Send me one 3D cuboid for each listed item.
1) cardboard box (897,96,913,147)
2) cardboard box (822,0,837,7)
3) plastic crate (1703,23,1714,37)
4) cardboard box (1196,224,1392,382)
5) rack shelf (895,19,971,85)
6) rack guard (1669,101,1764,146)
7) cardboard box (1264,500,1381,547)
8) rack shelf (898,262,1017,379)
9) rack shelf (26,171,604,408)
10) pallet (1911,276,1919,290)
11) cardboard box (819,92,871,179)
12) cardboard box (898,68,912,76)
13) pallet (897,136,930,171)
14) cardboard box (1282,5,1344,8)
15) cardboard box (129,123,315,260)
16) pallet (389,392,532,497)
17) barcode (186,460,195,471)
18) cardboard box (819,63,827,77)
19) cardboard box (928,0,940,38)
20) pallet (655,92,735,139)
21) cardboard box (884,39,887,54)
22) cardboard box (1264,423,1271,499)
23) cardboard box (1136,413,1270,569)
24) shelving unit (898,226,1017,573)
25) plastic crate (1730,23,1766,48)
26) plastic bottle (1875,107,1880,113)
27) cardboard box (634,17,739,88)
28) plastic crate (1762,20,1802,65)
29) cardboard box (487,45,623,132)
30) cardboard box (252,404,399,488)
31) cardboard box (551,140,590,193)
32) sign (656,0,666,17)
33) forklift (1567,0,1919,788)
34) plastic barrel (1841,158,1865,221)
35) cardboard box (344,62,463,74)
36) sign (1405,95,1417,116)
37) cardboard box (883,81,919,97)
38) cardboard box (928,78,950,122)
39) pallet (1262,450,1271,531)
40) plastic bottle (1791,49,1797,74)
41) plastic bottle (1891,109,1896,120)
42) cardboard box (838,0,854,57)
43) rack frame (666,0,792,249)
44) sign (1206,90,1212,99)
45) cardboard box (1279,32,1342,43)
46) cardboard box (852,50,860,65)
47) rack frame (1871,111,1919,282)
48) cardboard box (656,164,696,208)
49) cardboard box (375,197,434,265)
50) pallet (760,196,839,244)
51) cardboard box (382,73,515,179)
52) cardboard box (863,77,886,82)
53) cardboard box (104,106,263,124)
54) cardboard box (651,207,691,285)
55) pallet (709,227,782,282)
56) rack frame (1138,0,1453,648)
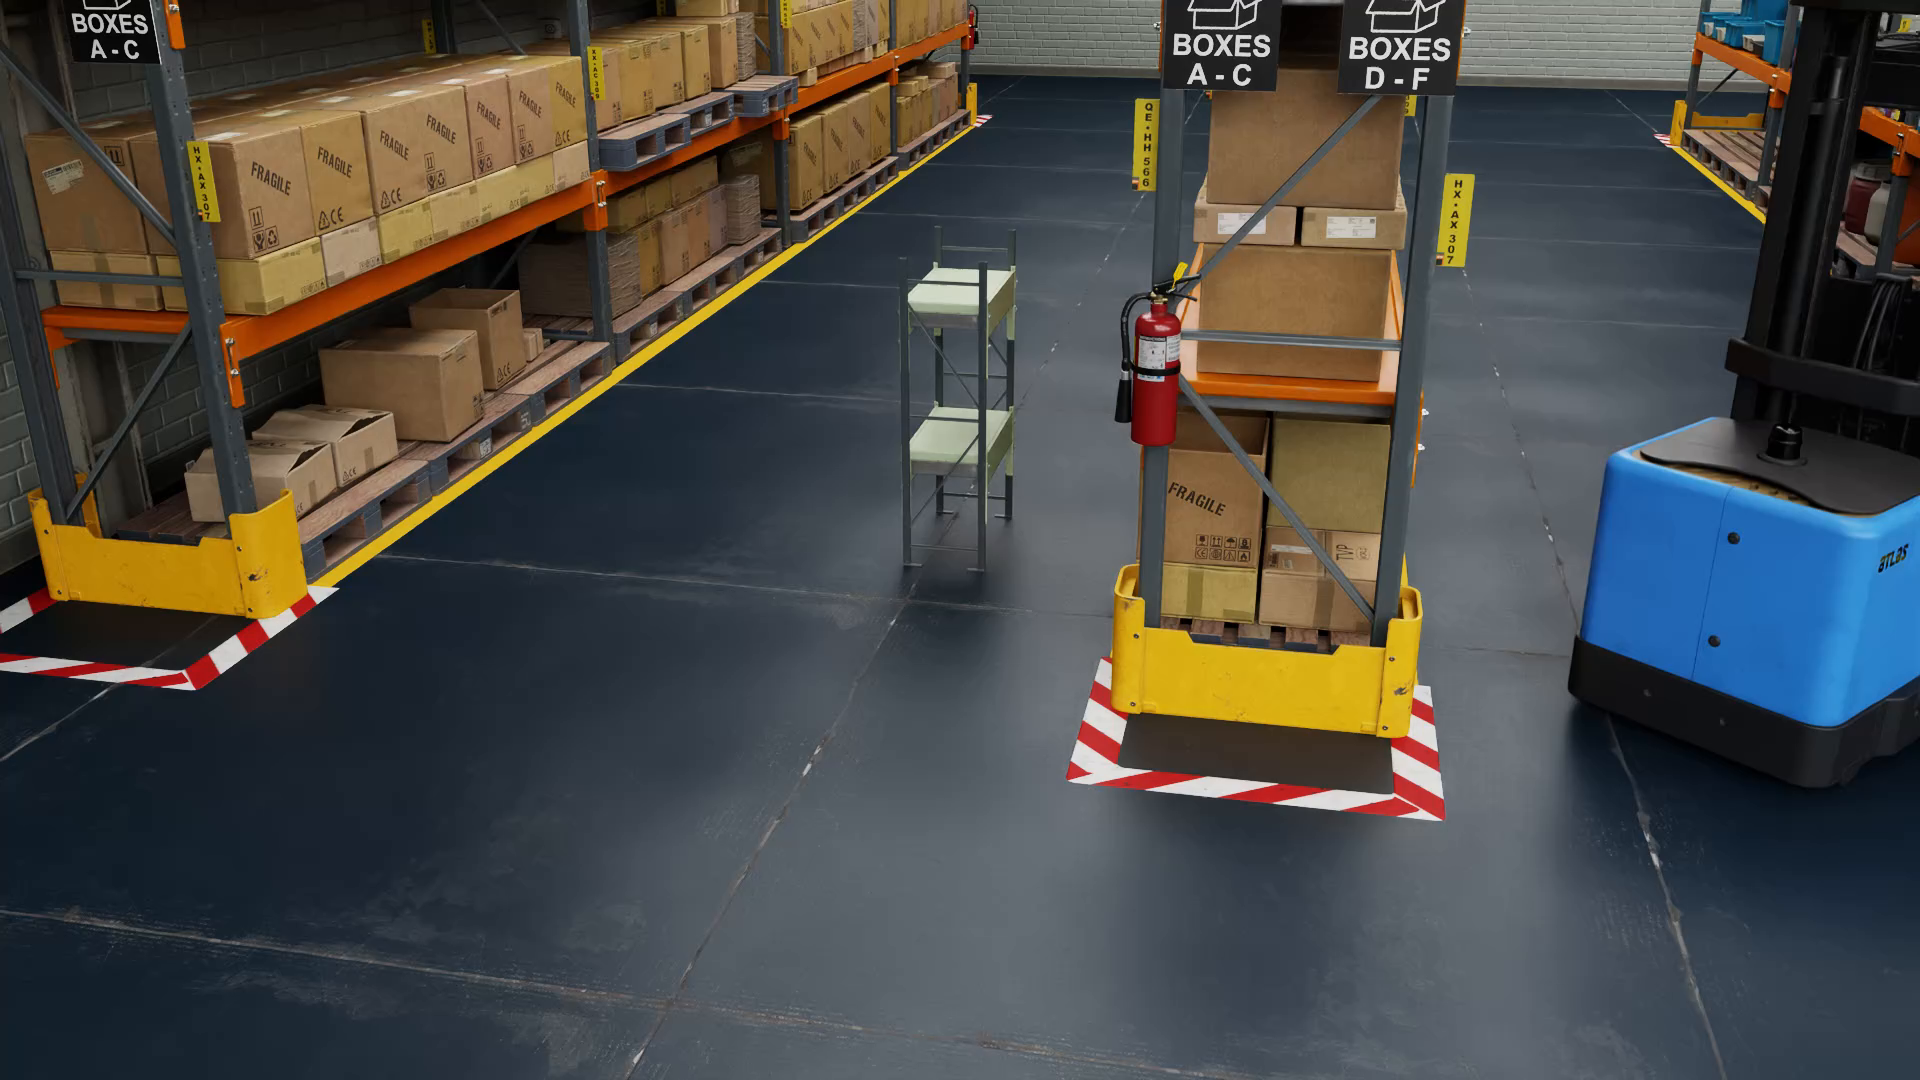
[{"bbox_3d":[-0.941,-4.801,19.043,0.700,0.500,0.500,5,22,12],"label":"cardboard box"},{"bbox_3d":[-1.458,-5.105,15.451,0.500,0.250,0.500,5,22,11],"label":"cardboard box"},{"bbox_3d":[8.801,-5.937,19.353,0.250,0.136,0.298,4,22,11],"label":"plastic crate"},{"bbox_3d":[1.315,-0.951,6.567,0.700,0.500,0.500,4,22,11],"label":"cardboard box"},{"bbox_3d":[-0.786,-5.898,19.946,1.077,0.370,4.000,4,22,11],"label":"rack shelf"},{"bbox_3d":[9.313,-5.058,20.243,1.175,0.500,0.348,4,22,11],"label":"rack guard"},{"bbox_3d":[1.633,-0.017,7.499,0.500,0.250,0.500,4,22,11],"label":"cardboard box"},{"bbox_3d":[-0.001,-1.055,7.922,0.431,0.370,0.720,4,22,11],"label":"rack shelf"},{"bbox_3d":[-3.235,-1.509,9.049,1.077,0.370,4.000,4,22,11],"label":"rack shelf"},{"bbox_3d":[7.492,-1.708,12.312,1.003,0.211,1.213,4,22,11],"label":"pallet"},{"bbox_3d":[-1.378,-4.125,16.896,0.750,0.750,0.750,5,23,13],"label":"cardboard box"},{"bbox_3d":[-0.798,-5.727,20.473,0.380,0.149,0.250,5,22,12],"label":"cardboard box"},{"bbox_3d":[-0.962,-4.479,19.192,1.003,0.211,1.213,4,22,11],"label":"pallet"},{"bbox_3d":[1.939,-2.683,9.131,0.700,0.500,0.500,5,22,11],"label":"cardboard box"},{"bbox_3d":[-3.251,-1.551,7.359,0.500,0.500,0.500,4,22,11],"label":"cardboard box"},{"bbox_3d":[-3.176,-0.585,9.524,1.003,0.211,1.213,4,22,11],"label":"pallet"},{"bbox_3d":[-3.801,-0.356,8.220,0.001,0.075,0.075,4,22,11],"label":"barcode"},{"bbox_3d":[-1.481,-4.505,15.835,0.380,0.149,0.250,5,22,12],"label":"cardboard box"},{"bbox_3d":[-0.774,-6.370,19.753,0.980,0.700,0.700,3,22,8],"label":"cardboard box"},{"bbox_3d":[-2.374,-3.221,12.593,1.003,0.211,1.213,4,22,11],"label":"pallet"},{"bbox_3d":[-0.986,-5.248,17.678,0.380,0.149,0.250,5,22,11],"label":"cardboard box"},{"bbox_3d":[1.322,-0.423,8.506,0.500,0.250,0.500,4,22,11],"label":"cardboard box"},{"bbox_3d":[1.026,-0.221,7.002,0.500,0.500,0.500,4,22,11],"label":"cardboard box"},{"bbox_3d":[-0.001,-0.693,8.067,0.431,1.500,0.755,4,22,11],"label":"shelving unit"},{"bbox_3d":[8.618,-5.501,18.142,0.416,0.233,0.300,4,22,11],"label":"plastic crate"},{"bbox_3d":[7.481,-3.599,13.447,0.097,0.271,0.097,0,22,0],"label":"plastic bottle"},{"bbox_3d":[-2.184,-3.909,13.321,0.700,0.500,0.500,2,22,6],"label":"cardboard box"},{"bbox_3d":[8.266,-4.962,16.600,0.392,0.384,0.575,4,22,11],"label":"plastic crate"},{"bbox_3d":[-2.689,-3.008,11.085,0.700,0.500,0.500,5,22,11],"label":"cardboard box"},{"bbox_3d":[-3.297,-0.523,8.647,0.500,0.311,0.500,6,23,15],"label":"cardboard box"},{"bbox_3d":[-2.627,-2.318,10.267,0.500,0.250,0.500,5,22,11],"label":"cardboard box"},{"bbox_3d":[-2.554,-4.615,14.249,0.100,0.325,0.005,4,22,11],"label":"sign"},{"bbox_3d":[3.903,-0.894,6.650,3.031,2.935,1.130,-17,27,-36],"label":"forklift"},{"bbox_3d":[8.030,-3.129,14.877,0.421,0.512,0.421,0,22,0],"label":"plastic barrel"},{"bbox_3d":[-3.236,-2.517,9.758,0.500,0.500,0.500,4,22,11],"label":"cardboard box"},{"bbox_3d":[2.567,-2.595,9.516,0.100,0.325,0.005,4,22,11],"label":"sign"},{"bbox_3d":[-0.693,-5.213,19.199,0.380,0.149,0.250,5,23,13],"label":"cardboard box"},{"bbox_3d":[-0.525,-5.552,20.907,0.700,0.500,0.500,4,22,11],"label":"cardboard box"},{"bbox_3d":[1.574,-0.169,8.492,1.003,0.211,1.213,4,22,11],"label":"pallet"},{"bbox_3d":[8.012,-4.589,15.889,0.061,0.283,0.133,4,22,11],"label":"plastic bottle"},{"bbox_3d":[7.395,-3.411,13.074,0.097,0.201,0.097,0,22,0],"label":"plastic bottle"},{"bbox_3d":[-1.344,-4.952,16.076,0.500,0.500,0.500,5,22,12],"label":"cardboard box"},{"bbox_3d":[-2.010,-4.037,14.363,1.000,3.000,0.127,4,22,11],"label":"rack frame"},{"bbox_3d":[1.490,-2.736,9.689,0.100,0.325,0.005,4,22,11],"label":"sign"},{"bbox_3d":[1.530,-1.950,7.309,0.700,0.500,0.500,5,22,11],"label":"cardboard box"},{"bbox_3d":[-1.223,-4.877,16.757,0.380,0.149,0.250,4,22,11],"label":"cardboard box"},{"bbox_3d":[7.688,-3.282,12.488,1.000,3.000,0.127,4,22,11],"label":"rack frame"},{"bbox_3d":[-2.384,-2.770,12.970,0.500,0.250,0.500,4,22,11],"label":"cardboard box"},{"bbox_3d":[-3.031,-1.582,8.441,0.500,0.250,0.500,4,22,10],"label":"cardboard box"},{"bbox_3d":[-1.776,-3.026,15.585,1.003,0.211,1.213,4,22,11],"label":"pallet"},{"bbox_3d":[-2.830,-2.299,9.217,0.500,0.500,0.500,4,22,9],"label":"cardboard box"},{"bbox_3d":[-1.006,-5.353,19.546,0.380,0.149,0.250,4,22,9],"label":"cardboard box"},{"bbox_3d":[-3.642,-1.771,7.906,0.500,0.500,0.500,5,22,12],"label":"cardboard box"},{"bbox_3d":[-2.493,-2.266,12.721,0.700,0.500,0.500,5,22,12],"label":"cardboard box"},{"bbox_3d":[-2.171,-2.458,14.174,1.003,0.211,1.213,4,22,11],"label":"pallet"},{"bbox_3d":[1.207,-0.735,6.164,1.000,3.000,0.127,4,22,11],"label":"rack frame"}]
